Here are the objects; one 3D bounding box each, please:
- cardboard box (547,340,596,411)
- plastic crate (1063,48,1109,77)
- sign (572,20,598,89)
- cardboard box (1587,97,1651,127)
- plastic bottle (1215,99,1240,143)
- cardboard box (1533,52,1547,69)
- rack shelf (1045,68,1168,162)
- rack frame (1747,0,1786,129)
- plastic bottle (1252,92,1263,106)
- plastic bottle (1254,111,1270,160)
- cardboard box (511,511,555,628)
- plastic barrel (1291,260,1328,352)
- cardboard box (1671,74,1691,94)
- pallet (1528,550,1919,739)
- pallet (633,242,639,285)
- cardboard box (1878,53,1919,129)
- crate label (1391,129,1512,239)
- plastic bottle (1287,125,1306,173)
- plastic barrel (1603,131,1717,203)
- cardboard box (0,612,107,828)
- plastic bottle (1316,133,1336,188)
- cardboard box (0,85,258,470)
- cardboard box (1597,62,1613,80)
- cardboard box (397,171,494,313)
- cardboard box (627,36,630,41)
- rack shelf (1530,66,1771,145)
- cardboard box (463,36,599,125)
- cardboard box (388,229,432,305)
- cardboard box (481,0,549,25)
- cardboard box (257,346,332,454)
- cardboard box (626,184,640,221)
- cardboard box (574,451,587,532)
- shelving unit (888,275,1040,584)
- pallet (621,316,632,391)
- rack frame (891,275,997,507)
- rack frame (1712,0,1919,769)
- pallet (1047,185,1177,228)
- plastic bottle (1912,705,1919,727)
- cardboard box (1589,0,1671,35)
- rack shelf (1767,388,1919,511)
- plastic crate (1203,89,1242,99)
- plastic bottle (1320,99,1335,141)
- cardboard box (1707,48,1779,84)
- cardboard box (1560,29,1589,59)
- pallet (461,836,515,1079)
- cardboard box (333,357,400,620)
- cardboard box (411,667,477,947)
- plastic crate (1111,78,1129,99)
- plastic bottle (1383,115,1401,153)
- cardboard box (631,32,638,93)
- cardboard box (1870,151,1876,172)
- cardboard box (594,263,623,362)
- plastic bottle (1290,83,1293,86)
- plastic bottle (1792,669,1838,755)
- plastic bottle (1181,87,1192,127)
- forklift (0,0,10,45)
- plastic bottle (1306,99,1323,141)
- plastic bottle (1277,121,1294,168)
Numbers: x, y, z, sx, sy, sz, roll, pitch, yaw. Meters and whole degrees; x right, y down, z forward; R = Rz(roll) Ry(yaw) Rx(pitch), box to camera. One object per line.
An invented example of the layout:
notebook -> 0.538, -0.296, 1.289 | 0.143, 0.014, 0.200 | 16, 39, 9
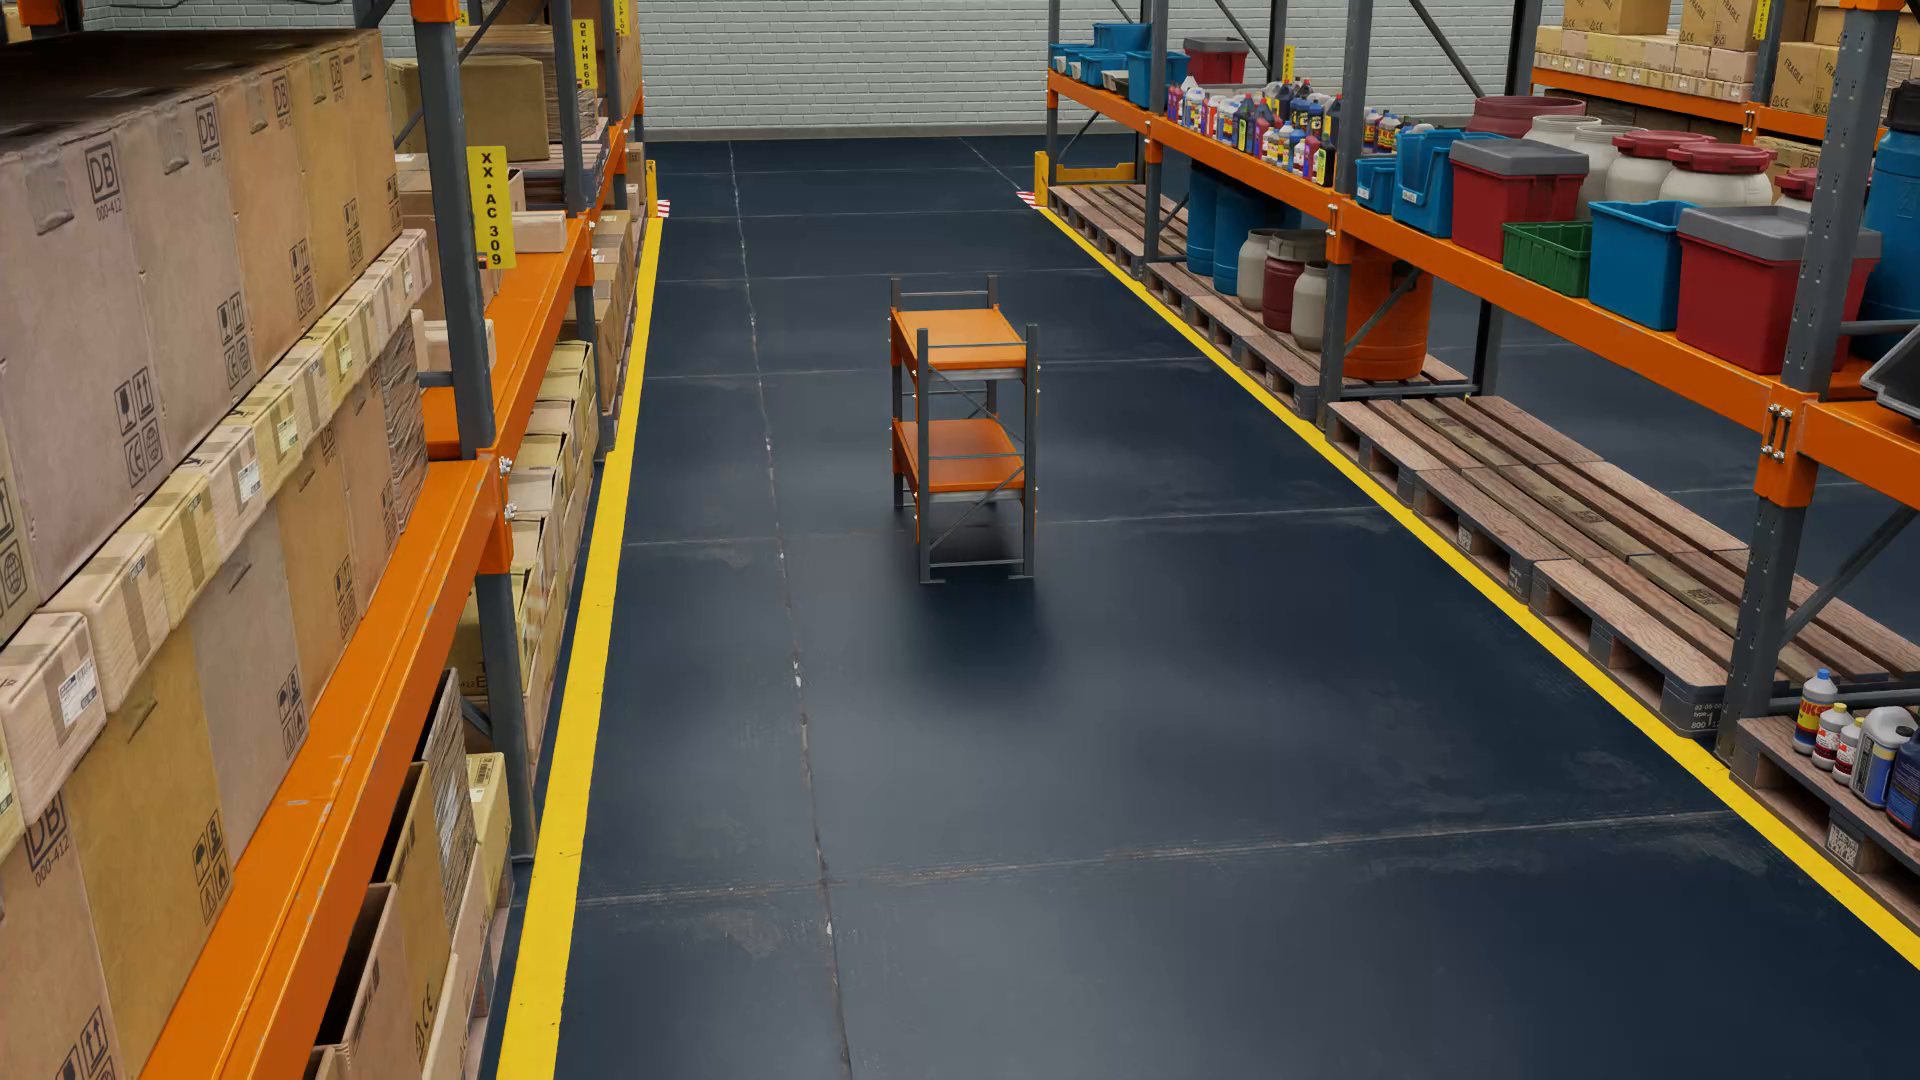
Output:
cardboard box -> -2.063, -0.806, 8.115 | 0.500, 0.311, 0.500 | -2, 21, -6
plastic crate -> 1.172, -4.442, 15.474 | 0.416, 0.233, 0.300 | -3, 21, -8
sign -> -1.833, -2.375, 8.133 | 0.100, 0.325, 0.005 | -3, 21, -8
cardboard box -> 6.571, -3.740, 15.880 | 0.875, 0.875, 0.875 | -3, 21, -8
plastic bottle -> 1.800, -2.798, 11.099 | 0.152, 0.276, 0.135 | -3, 21, -8
cardboard box -> 5.993, -4.814, 16.678 | 0.380, 0.149, 0.250 | -3, 21, -7
rack shelf -> 1.655, -3.792, 14.611 | 1.077, 0.370, 4.000 | -3, 21, -8
rack frame -> 6.845, -3.687, 13.300 | 1.000, 3.000, 0.127 | -3, 21, -8
plastic bottle -> 2.200, -3.211, 12.310 | 0.097, 0.201, 0.097 | 0, 20, 0
plastic bottle -> 1.875, -2.512, 10.320 | 0.061, 0.283, 0.133 | -3, 21, -8
cardboard box -> -1.685, 0.081, 5.741 | 0.500, 0.311, 0.500 | -3, 21, -8
plastic barrel -> 2.263, -1.443, 10.248 | 0.421, 0.512, 0.421 | 0, 20, 0
cardboard box -> 6.366, -3.925, 14.297 | 0.380, 0.149, 0.250 | -3, 21, -7
pallet -> 2.945, 0.369, 6.426 | 1.003, 0.211, 1.213 | -3, 21, -8
pallet -> -3.056, -2.120, 13.090 | 1.003, 0.211, 1.213 | -3, 21, -8
cardboard box -> 6.809, -3.214, 11.892 | 0.500, 0.500, 0.500 | -3, 21, -9
crate label -> 2.396, -1.711, 7.959 | 0.502, 0.435, 0.616 | -3, 21, -8
plastic bottle -> 1.980, -2.298, 9.767 | 0.097, 0.271, 0.097 | 0, 20, 0
plastic barrel -> 3.008, -1.477, 7.189 | 0.433, 0.535, 0.433 | 0, 20, 0
cardboard box -> -1.182, 0.204, 1.814 | 0.380, 0.149, 0.250 | -3, 21, -9
plastic bottle -> 2.040, -2.116, 9.261 | 0.061, 0.283, 0.133 | -3, 21, -8
cardboard box -> -1.518, -0.399, 2.499 | 0.700, 0.500, 0.500 | -3, 21, -8
cardboard box -> 6.181, -4.369, 15.487 | 0.380, 0.149, 0.250 | -3, 21, -8
cardboard box -> -2.048, -1.088, 6.199 | 0.500, 0.500, 0.500 | -3, 21, -8
cardboard box -> -2.896, -4.238, 13.203 | 0.500, 0.500, 0.500 | -4, 21, -9
rack shelf -> 6.557, -4.042, 15.280 | 1.077, 0.370, 4.000 | -3, 21, -8
cardboard box -> -2.643, -2.823, 10.245 | 0.700, 0.500, 0.500 | -8, 22, -21
cardboard box -> -1.554, -0.686, 4.196 | 0.380, 0.149, 0.250 | -3, 21, -8
cardboard box -> -3.287, -3.866, 12.207 | 0.500, 0.500, 0.500 | -3, 21, -7
cardboard box -> -1.372, -0.246, 3.018 | 0.380, 0.149, 0.250 | -2, 21, -6
cardboard box -> -3.106, -2.985, 14.722 | 0.500, 0.250, 0.500 | -3, 21, -8
cardboard box -> -1.917, -0.190, 7.267 | 0.500, 0.250, 0.500 | -2, 21, -7
shelving unit -> -0.001, -0.529, 7.526 | 0.538, 1.125, 1.048 | -3, 21, -8
pallet -> -2.625, -1.179, 10.571 | 1.003, 0.211, 1.213 | -3, 21, -8
rack frame -> -0.074, -0.705, 7.997 | 0.500, 1.125, 0.032 | -3, 21, -8
rack frame -> 3.097, -0.667, 5.215 | 1.000, 3.000, 0.127 | -3, 21, -8
pallet -> 1.448, -3.228, 16.057 | 1.003, 0.211, 1.213 | -3, 21, -8
plastic bottle -> 2.888, 0.637, 4.978 | 0.061, 0.283, 0.133 | -3, 21, -8
cardboard box -> 6.223, -4.960, 15.427 | 0.500, 0.500, 0.500 | -3, 21, -9
rack shelf -> 3.385, 0.362, 3.487 | 1.077, 0.370, 4.000 | -3, 21, -8
plastic crate -> 2.018, -3.510, 13.118 | 0.396, 0.136, 0.243 | -3, 21, -8
plastic bottle -> 2.499, -2.831, 11.185 | 0.152, 0.276, 0.135 | -3, 21, -8
cardboard box -> 6.522, -3.895, 13.648 | 0.500, 0.250, 0.500 | -3, 21, -9
cardboard box -> 6.152, -4.781, 16.020 | 0.500, 0.250, 0.500 | -3, 21, -8
pallet -> -1.732, 1.165, 4.295 | 1.003, 0.211, 1.213 | -3, 21, -8
cardboard box -> -1.653, -0.130, 3.634 | 0.700, 0.500, 0.500 | -3, 21, -8
cardboard box -> -1.462, 0.645, 3.961 | 0.500, 0.500, 0.500 | -3, 21, -8
plastic crate -> 1.517, -3.710, 13.670 | 0.437, 0.125, 0.590 | -3, 21, -8
plastic bottle -> 2.669, -2.486, 10.268 | 0.097, 0.271, 0.097 | 0, 20, 0
cardboard box -> -3.056, -4.126, 14.334 | 0.500, 0.500, 0.500 | -3, 21, -7
cardboard box -> 7.087, -2.358, 12.180 | 1.225, 0.875, 0.875 | -4, 21, -10
cardboard box -> -2.313, -1.366, 10.029 | 0.500, 0.500, 0.500 | -3, 21, -8
plastic bottle -> 2.399, -3.184, 12.122 | 0.061, 0.283, 0.133 | -3, 21, -8
plastic bottle -> 2.709, 0.537, 5.261 | 0.097, 0.271, 0.097 | 0, 20, 0
plastic bottle -> 1.642, -3.109, 11.938 | 0.097, 0.271, 0.097 | 0, 20, 0
forklift -> -5.188, -1.773, 8.273 | 1.130, 2.935, 3.031 | -9, 22, -22
plastic bottle -> 2.378, -2.816, 11.152 | 0.097, 0.271, 0.097 | 0, 20, 0
plastic bottle -> 1.952, -2.366, 9.947 | 0.097, 0.271, 0.097 | 0, 20, 0
